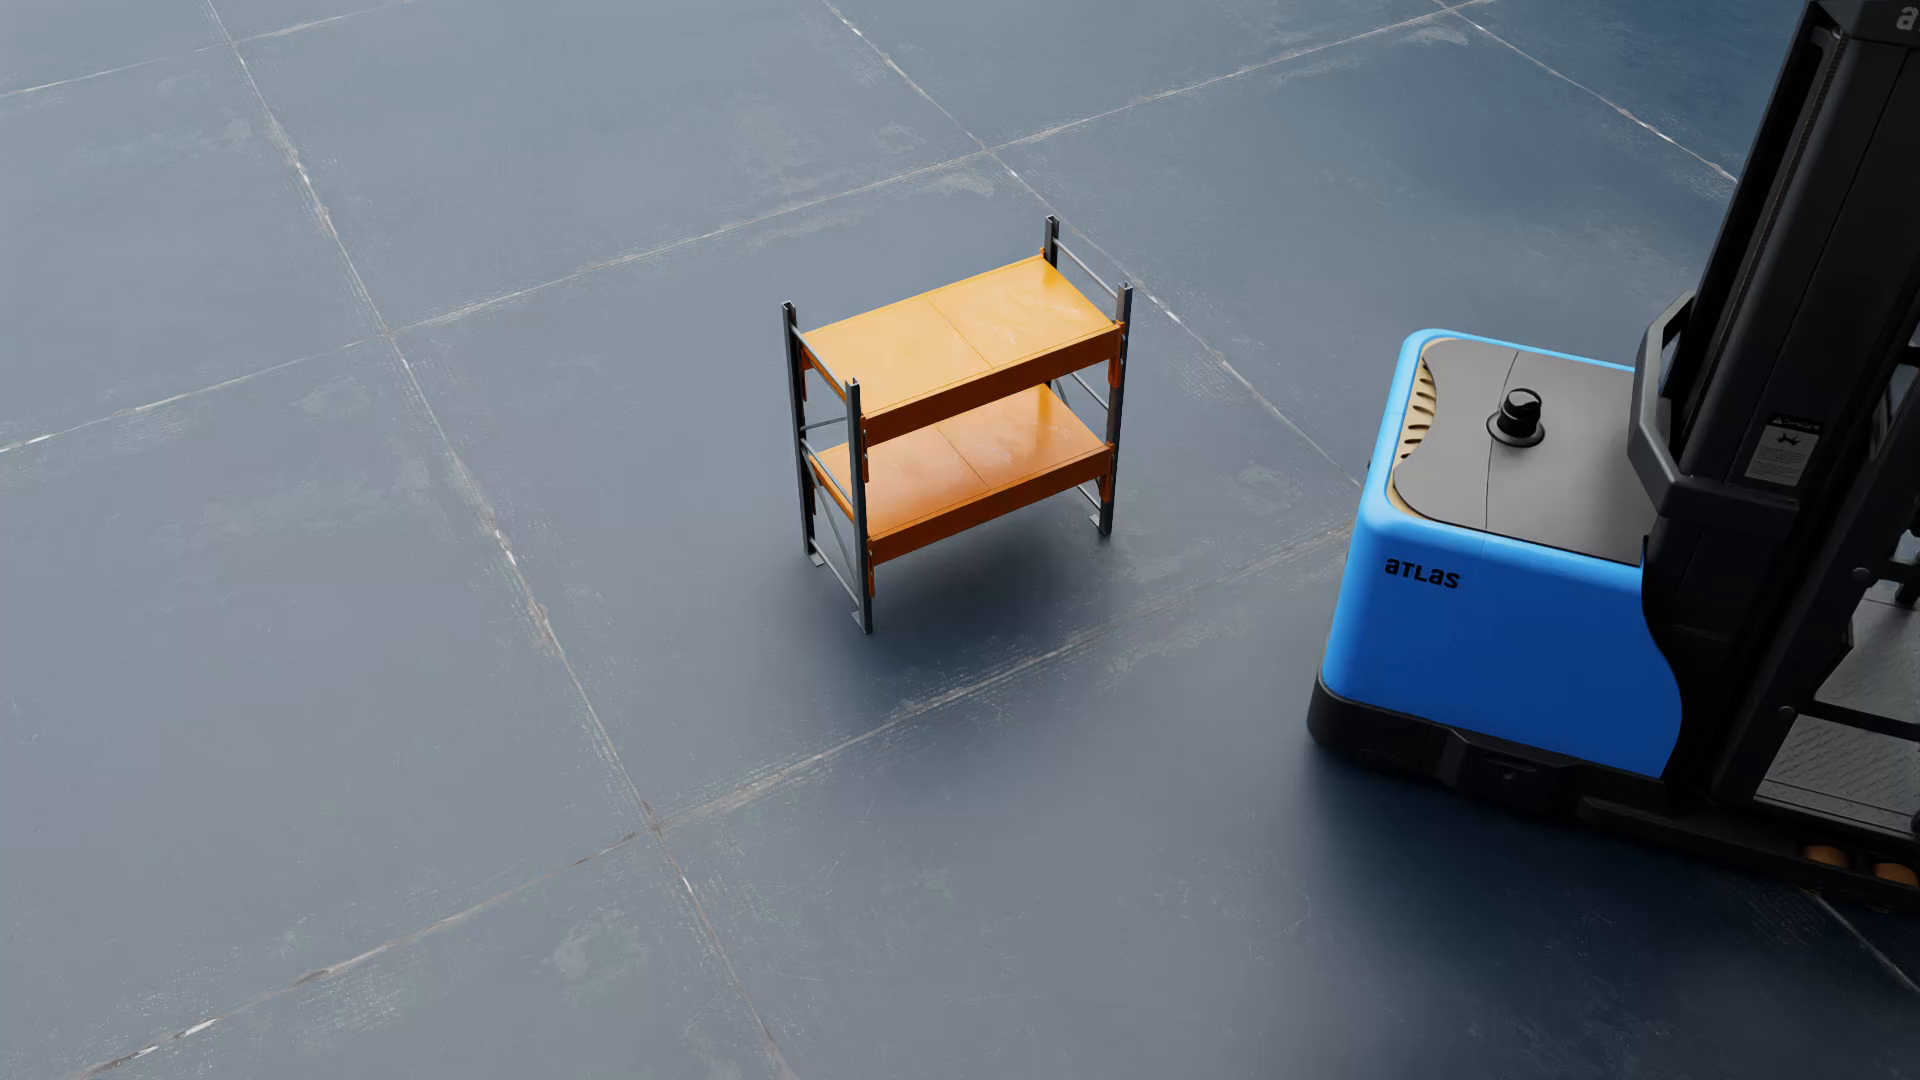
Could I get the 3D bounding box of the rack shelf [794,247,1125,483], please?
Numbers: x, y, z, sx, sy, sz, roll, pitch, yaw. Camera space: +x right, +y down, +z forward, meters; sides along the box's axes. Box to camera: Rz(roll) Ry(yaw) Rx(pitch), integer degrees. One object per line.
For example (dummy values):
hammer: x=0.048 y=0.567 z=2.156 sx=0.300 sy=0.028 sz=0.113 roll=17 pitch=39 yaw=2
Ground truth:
rack shelf: x=-0.006 y=-0.611 z=5.652 sx=1.000 sy=0.278 sz=0.538 roll=-22 pitch=48 yaw=-21

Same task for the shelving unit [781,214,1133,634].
shelving unit: x=-0.006 y=-0.401 z=5.856 sx=1.048 sy=1.125 sz=0.538 roll=-22 pitch=48 yaw=-21

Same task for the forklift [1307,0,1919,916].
forklift: x=2.724 y=-0.332 z=4.487 sx=3.031 sy=2.935 sz=1.130 roll=14 pitch=46 yaw=14

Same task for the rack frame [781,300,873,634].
rack frame: x=-0.447 y=-0.225 z=5.674 sx=0.032 sy=1.125 sz=0.500 roll=-22 pitch=48 yaw=-21

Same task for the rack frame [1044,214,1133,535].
rack frame: x=0.435 y=-0.578 z=6.038 sx=0.032 sy=1.125 sz=0.500 roll=-22 pitch=48 yaw=-21

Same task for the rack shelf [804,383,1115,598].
rack shelf: x=-0.006 y=-0.226 z=6.026 sx=1.000 sy=0.278 sz=0.538 roll=-22 pitch=48 yaw=-21
